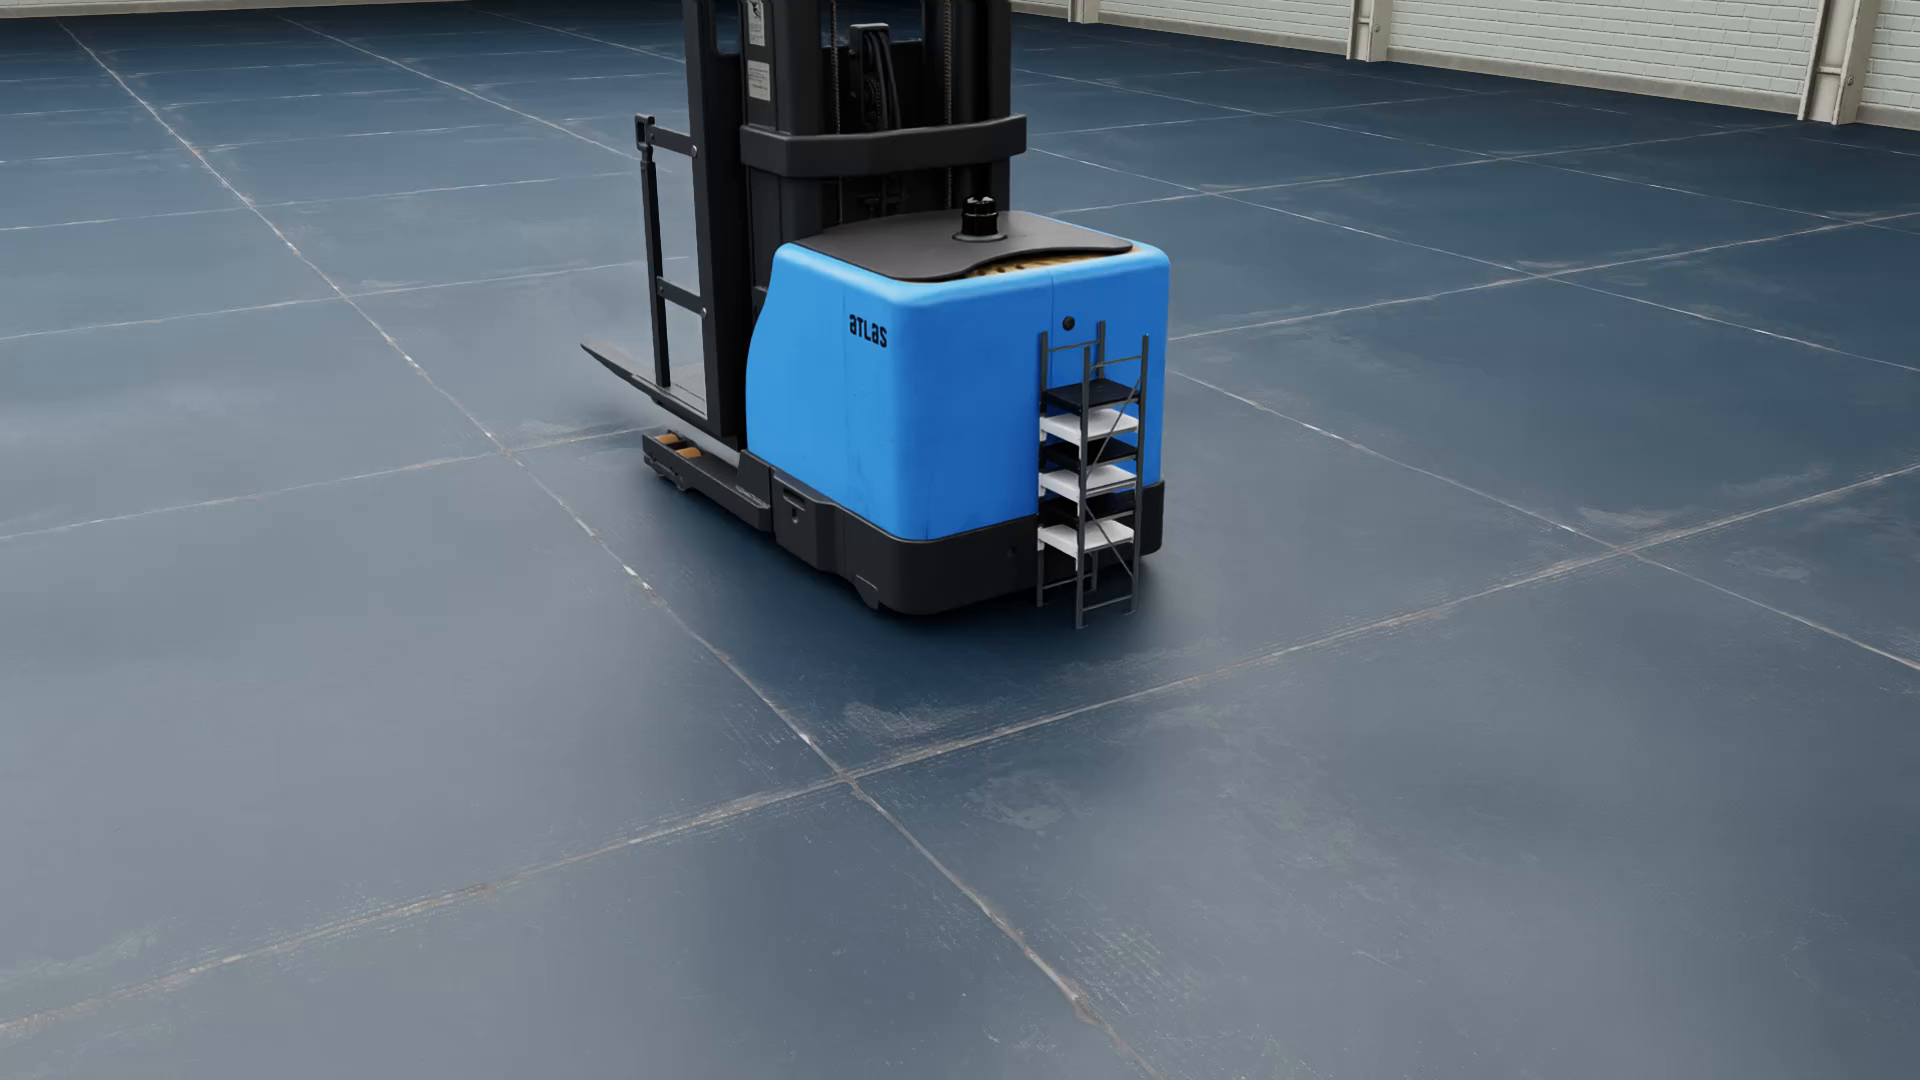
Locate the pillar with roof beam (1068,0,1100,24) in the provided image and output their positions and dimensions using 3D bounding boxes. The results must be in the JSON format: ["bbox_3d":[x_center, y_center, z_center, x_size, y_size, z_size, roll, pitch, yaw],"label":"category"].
[{"bbox_3d":[-1.850,-11.086,21.136,9.100,9.000,0.400,-13,25,-28],"label":"pillar with roof beam"}]

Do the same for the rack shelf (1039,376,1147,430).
[{"bbox_3d":[0.400,-0.415,5.010,0.258,0.077,0.200,-14,26,-31],"label":"rack shelf"}]

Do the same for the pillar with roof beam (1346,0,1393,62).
[{"bbox_3d":[1.215,-9.144,16.358,9.100,9.000,0.400,-13,25,-28],"label":"pillar with roof beam"}]

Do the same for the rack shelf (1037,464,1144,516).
[{"bbox_3d":[0.400,-0.165,5.111,0.258,0.077,0.200,-14,26,-31],"label":"rack shelf"}]

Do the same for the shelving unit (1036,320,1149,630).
[{"bbox_3d":[0.400,-0.196,5.099,0.258,0.900,0.210,-14,26,-31],"label":"shelving unit"}]

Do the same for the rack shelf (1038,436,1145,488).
[{"bbox_3d":[0.400,-0.249,5.077,0.258,0.077,0.200,-14,26,-31],"label":"rack shelf"}]

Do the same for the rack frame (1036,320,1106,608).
[{"bbox_3d":[0.343,-0.228,5.177,0.240,0.900,0.006,-14,26,-31],"label":"rack frame"}]

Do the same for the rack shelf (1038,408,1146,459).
[{"bbox_3d":[0.400,-0.332,5.043,0.258,0.077,0.200,-14,26,-31],"label":"rack shelf"}]

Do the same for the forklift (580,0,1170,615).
[{"bbox_3d":[-0.564,-1.629,5.928,1.130,2.935,3.031,-14,26,-31],"label":"forklift"}]

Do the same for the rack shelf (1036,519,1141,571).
[{"bbox_3d":[0.400,0.002,5.179,0.258,0.077,0.200,-14,26,-31],"label":"rack shelf"}]

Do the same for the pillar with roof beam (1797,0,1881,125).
[{"bbox_3d":[4.279,-7.202,11.579,9.100,9.000,0.400,-13,25,-28],"label":"pillar with roof beam"}]

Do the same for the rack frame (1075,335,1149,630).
[{"bbox_3d":[0.457,-0.164,5.021,0.240,0.900,0.006,-14,26,-31],"label":"rack frame"}]

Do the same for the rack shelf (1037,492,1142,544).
[{"bbox_3d":[0.400,-0.082,5.145,0.258,0.077,0.200,-14,26,-31],"label":"rack shelf"}]
